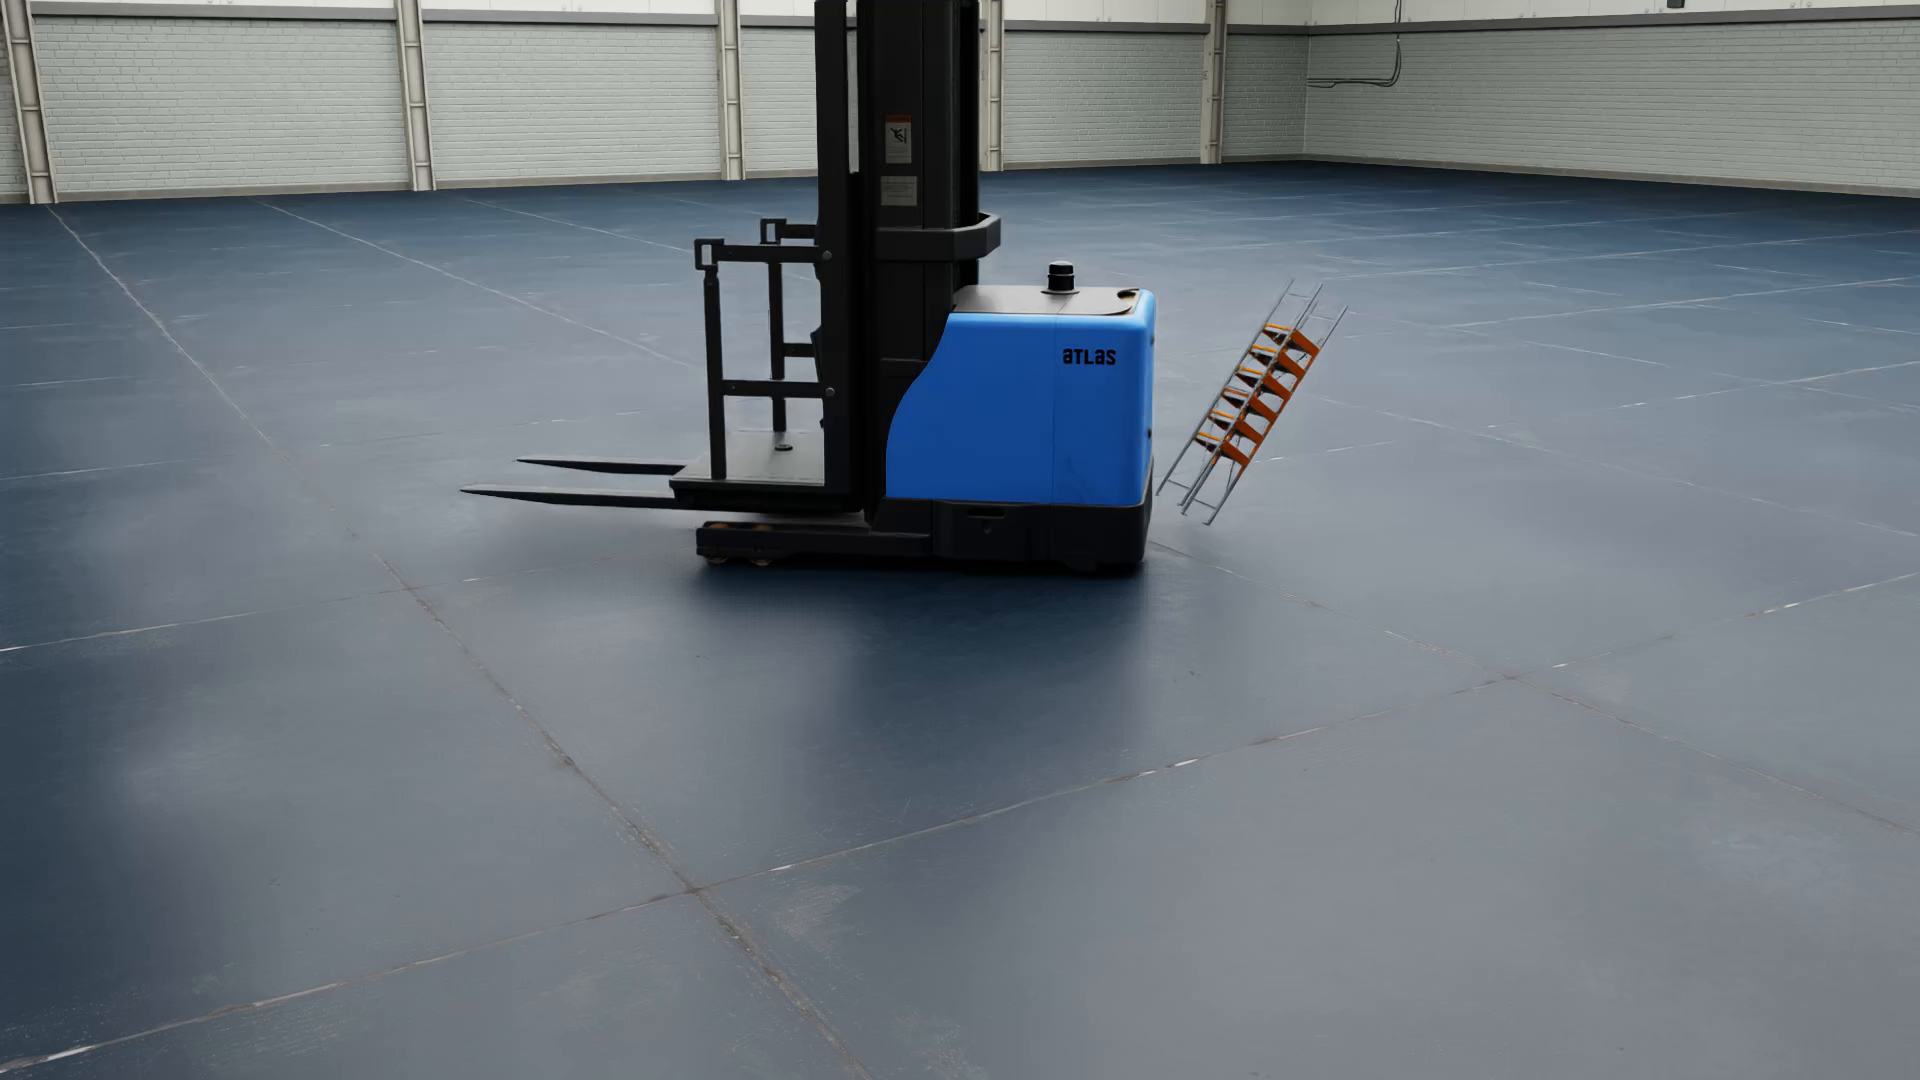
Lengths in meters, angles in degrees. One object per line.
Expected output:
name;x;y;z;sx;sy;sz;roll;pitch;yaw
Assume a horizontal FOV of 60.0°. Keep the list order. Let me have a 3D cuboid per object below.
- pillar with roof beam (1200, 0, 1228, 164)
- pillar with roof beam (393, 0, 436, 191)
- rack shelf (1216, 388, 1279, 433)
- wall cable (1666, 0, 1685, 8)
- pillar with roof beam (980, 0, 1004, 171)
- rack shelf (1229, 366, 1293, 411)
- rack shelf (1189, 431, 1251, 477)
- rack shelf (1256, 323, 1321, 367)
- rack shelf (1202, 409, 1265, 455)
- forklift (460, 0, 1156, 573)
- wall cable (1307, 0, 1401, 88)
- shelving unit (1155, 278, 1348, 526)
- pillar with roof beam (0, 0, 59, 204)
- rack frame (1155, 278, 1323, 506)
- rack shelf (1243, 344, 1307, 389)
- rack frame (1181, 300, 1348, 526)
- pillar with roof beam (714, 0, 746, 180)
pillar with roof beam;8.042;-12.100;33.904;0.400;9.000;9.100;-9;18;-30
pillar with roof beam;-7.387;-9.598;24.978;0.400;9.000;9.100;-9;18;-30
rack shelf;1.323;-0.608;7.705;0.180;0.103;0.258;33;-2;-29
wall cable;13.907;-12.639;29.524;0.169;6.003;2.305;-9;18;-30
pillar with roof beam;2.899;-11.266;30.928;0.400;9.000;9.100;-9;18;-30
rack shelf;1.388;-0.709;7.708;0.180;0.103;0.258;33;-2;-29
rack shelf;1.194;-0.405;7.700;0.180;0.103;0.258;33;-2;-29
rack shelf;1.517;-0.911;7.714;0.180;0.103;0.258;33;-2;-29
rack shelf;1.259;-0.506;7.703;0.180;0.103;0.258;33;-2;-29
forklift;-0.674;-1.444;7.129;3.031;2.935;1.130;2;16;9
wall cable;9.031;-11.705;38.245;0.112;2.526;3.097;-9;18;-30
shelving unit;1.347;-0.645;7.706;0.189;1.200;0.258;33;-2;-29
pillar with roof beam;-12.531;-8.764;22.002;0.400;9.000;9.100;-9;18;-30
rack frame;1.280;-0.689;7.662;0.006;1.200;0.240;33;-2;-29
rack shelf;1.452;-0.810;7.711;0.180;0.103;0.258;33;-2;-29
rack frame;1.414;-0.601;7.751;0.006;1.200;0.240;33;-2;-29
pillar with roof beam;-2.244;-10.432;27.953;0.400;9.000;9.100;-9;18;-30
